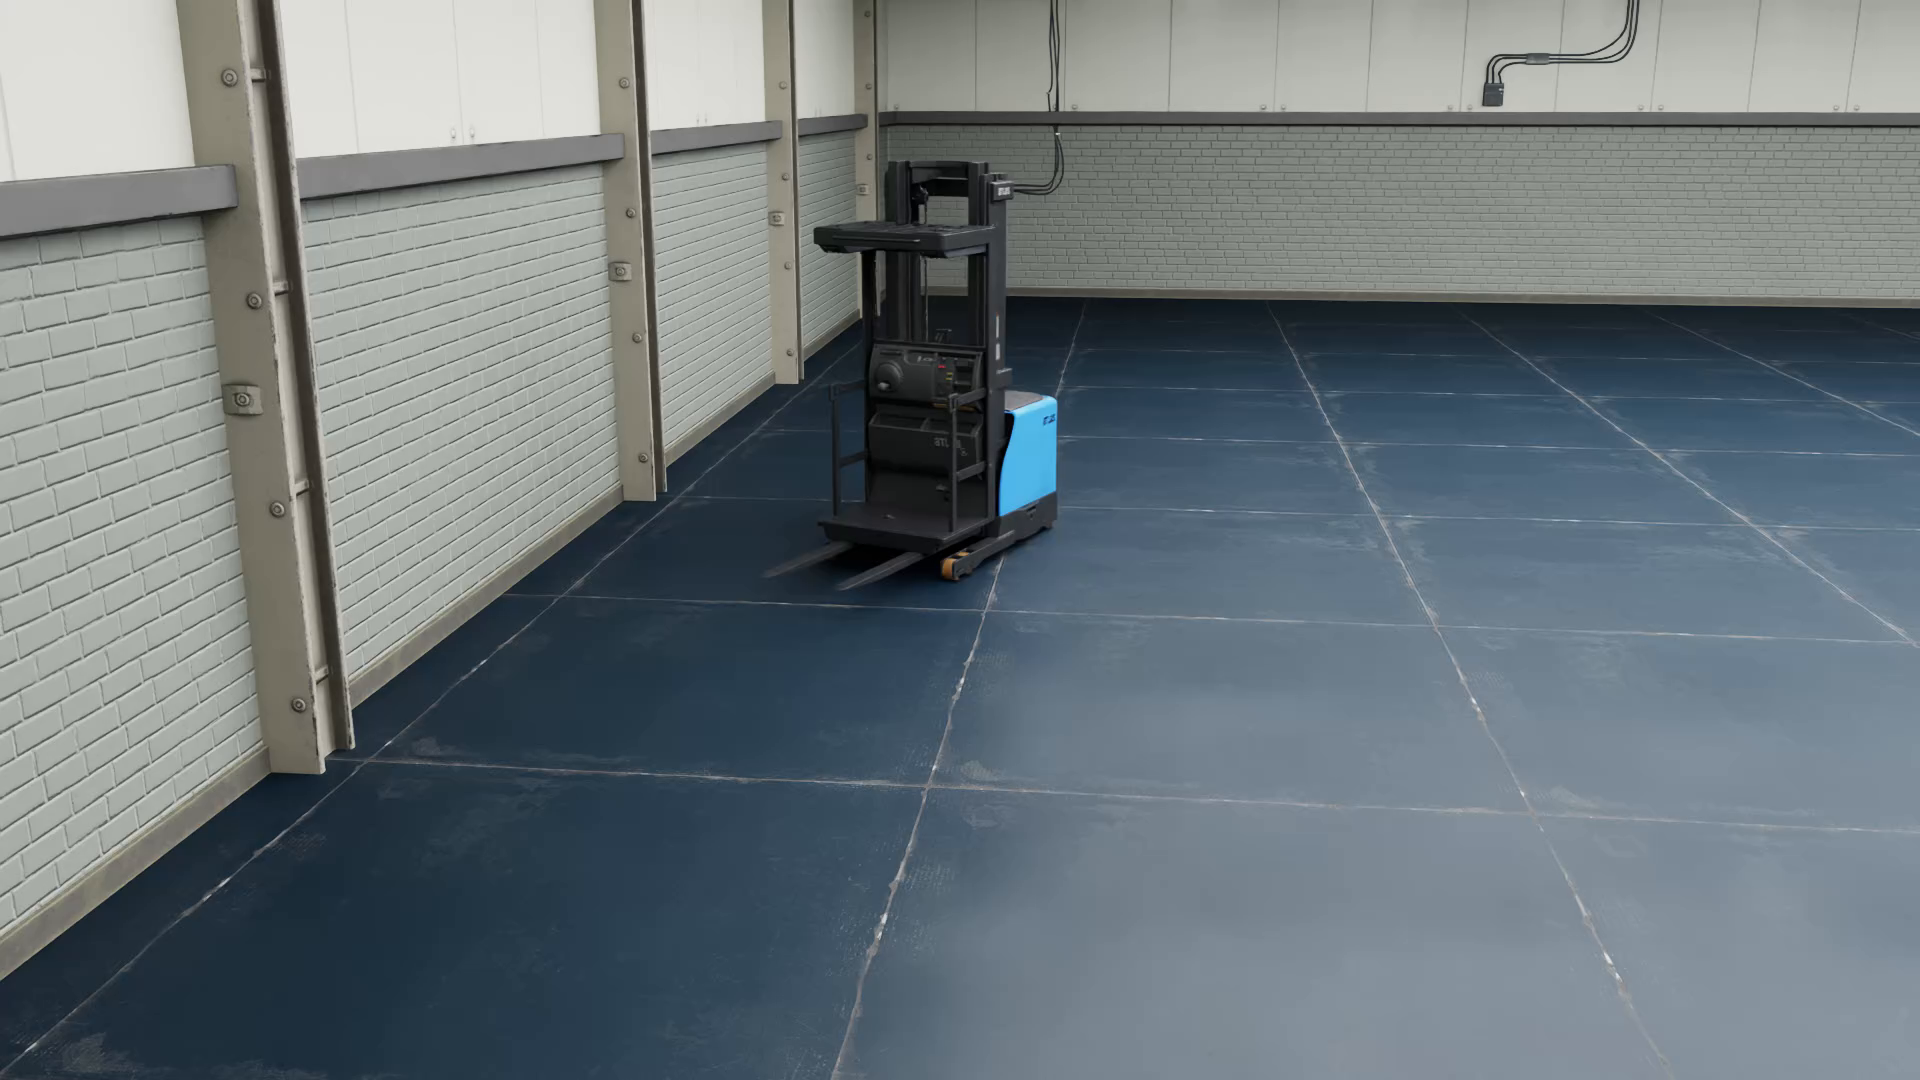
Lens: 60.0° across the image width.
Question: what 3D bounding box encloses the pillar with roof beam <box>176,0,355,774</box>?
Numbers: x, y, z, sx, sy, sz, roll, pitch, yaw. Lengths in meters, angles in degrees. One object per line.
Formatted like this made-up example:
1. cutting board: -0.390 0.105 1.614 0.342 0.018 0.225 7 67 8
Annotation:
1. pillar with roof beam: 0.821 -3.053 7.215 9.100 9.000 0.400 2 15 6

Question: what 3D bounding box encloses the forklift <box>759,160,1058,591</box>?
1. forklift: -0.359 -1.251 12.175 1.130 2.935 3.031 8 17 28

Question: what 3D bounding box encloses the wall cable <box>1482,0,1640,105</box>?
1. wall cable: 9.652 -9.932 26.137 2.305 6.003 0.169 2 15 6

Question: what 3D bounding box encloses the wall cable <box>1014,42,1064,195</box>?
1. wall cable: 0.221 -7.075 28.036 3.097 2.526 0.112 2 15 6

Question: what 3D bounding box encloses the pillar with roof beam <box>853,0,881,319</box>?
1. pillar with roof beam: 2.852 -7.722 24.480 9.100 9.000 0.400 2 15 6

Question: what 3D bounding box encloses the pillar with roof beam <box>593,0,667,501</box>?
1. pillar with roof beam: 1.498 -4.610 12.970 9.100 9.000 0.400 2 15 6

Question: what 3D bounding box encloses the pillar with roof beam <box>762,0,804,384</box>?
1. pillar with roof beam: 2.175 -6.166 18.725 9.100 9.000 0.400 2 15 6

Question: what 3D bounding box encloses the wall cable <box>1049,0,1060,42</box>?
1. wall cable: 2.909 -9.433 27.082 3.097 2.526 0.112 2 15 6
